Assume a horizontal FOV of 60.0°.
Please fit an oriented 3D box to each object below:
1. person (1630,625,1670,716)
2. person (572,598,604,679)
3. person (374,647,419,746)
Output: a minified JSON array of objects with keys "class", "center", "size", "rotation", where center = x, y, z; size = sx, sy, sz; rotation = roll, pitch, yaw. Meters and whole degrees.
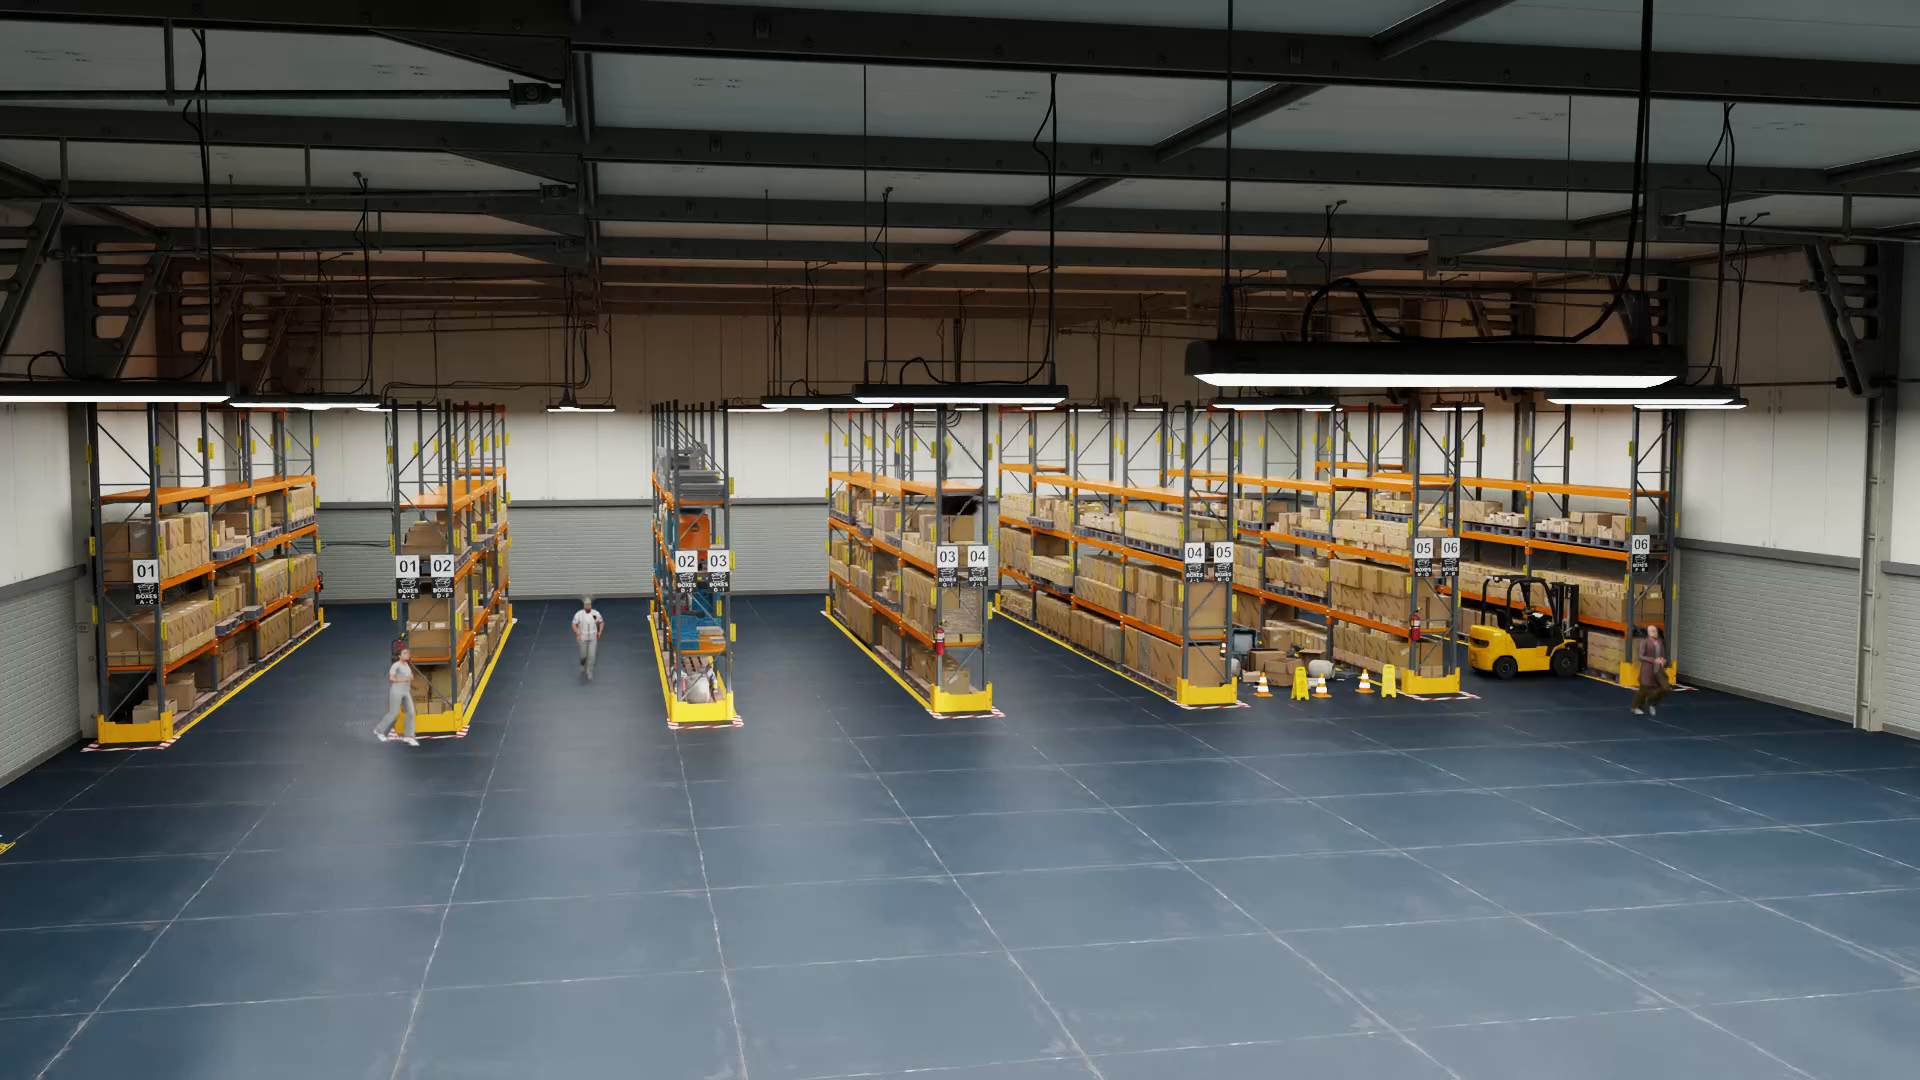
[{"class":"person","center":[13.072,2.472,31.376],"size":[0.731,1.732,0.896],"rotation":[-1,4,-14]},{"class":"person","center":[-8.095,2.126,36.256],"size":[0.685,1.764,0.631],"rotation":[-1,5,-18]},{"class":"person","center":[-9.758,2.705,28.943],"size":[0.874,1.693,0.577],"rotation":[2,5,21]}]
